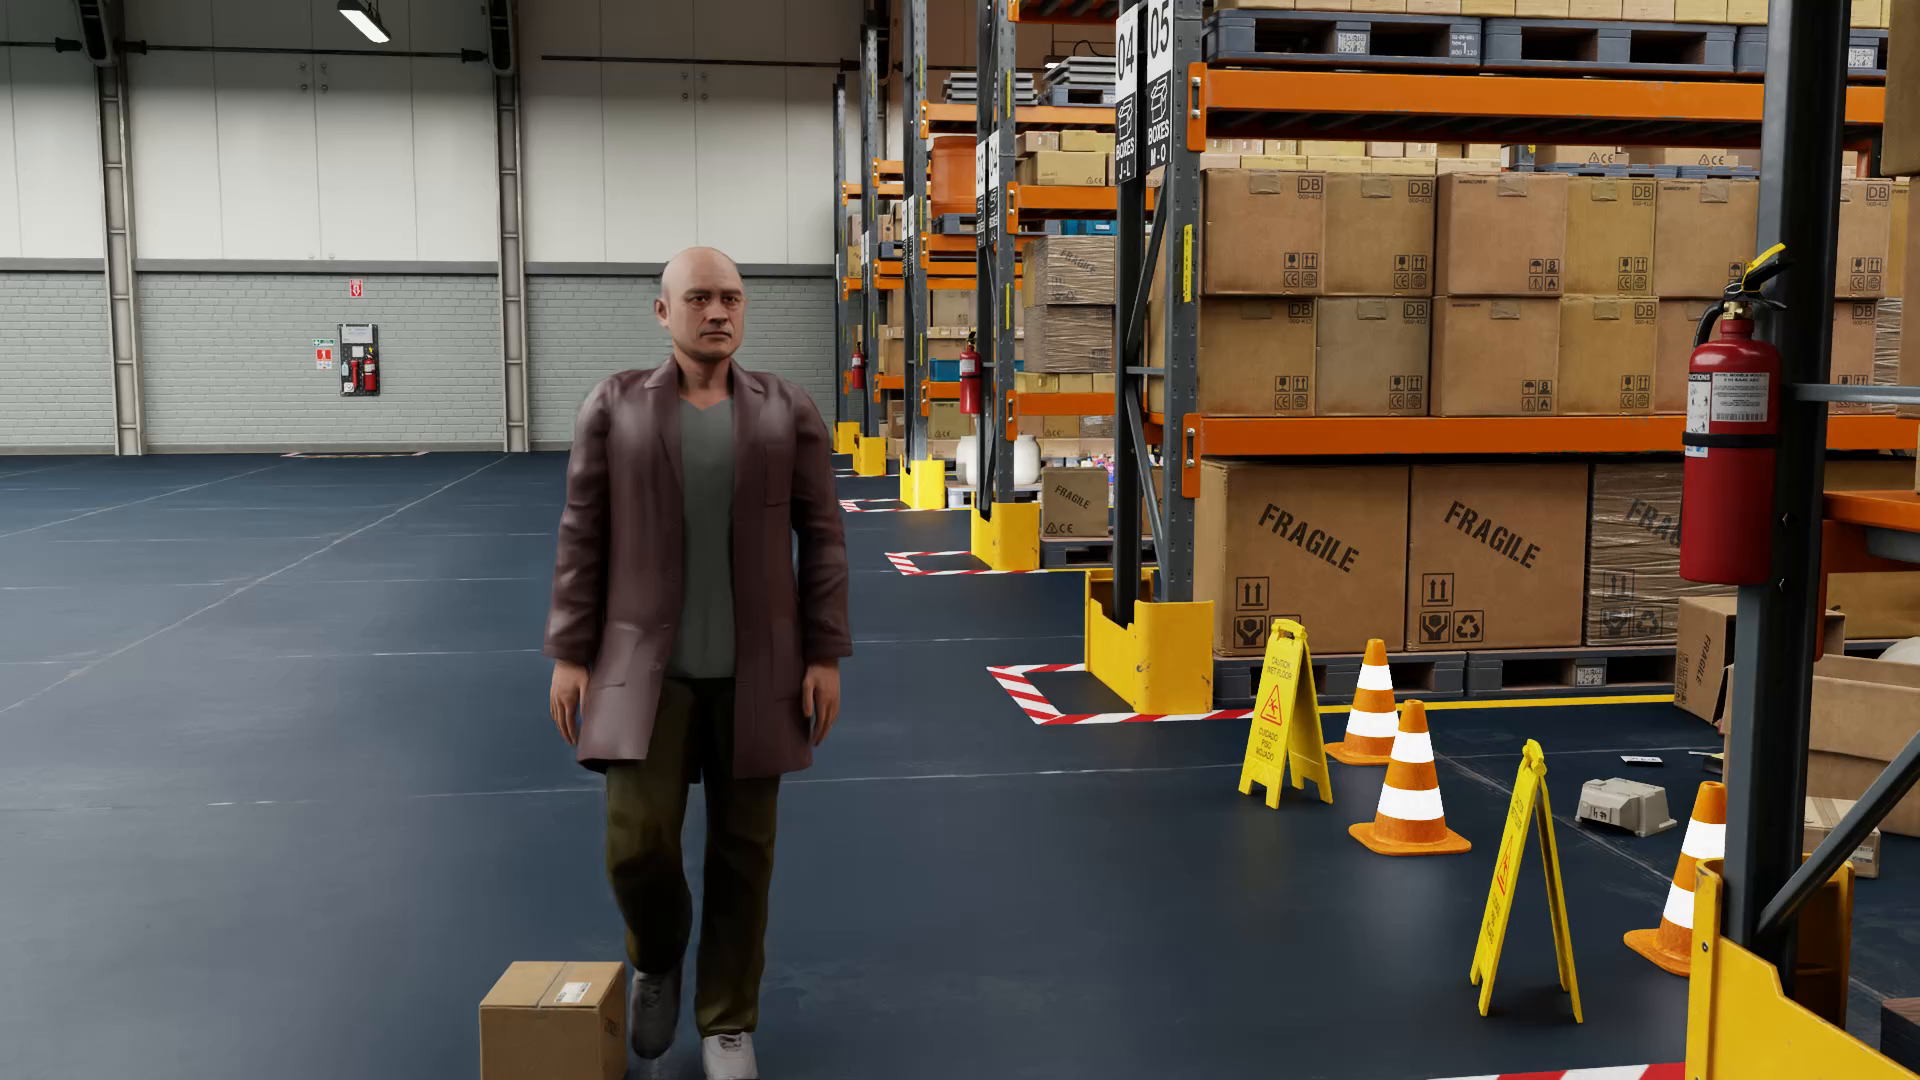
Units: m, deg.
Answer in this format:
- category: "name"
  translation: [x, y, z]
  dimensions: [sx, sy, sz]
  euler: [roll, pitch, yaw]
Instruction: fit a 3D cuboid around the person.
- category: "person"
  translation: [-0.557, 0.372, 3.568]
  dimensions: [0.653, 1.574, 0.534]
  euler: [-2, 7, -15]
